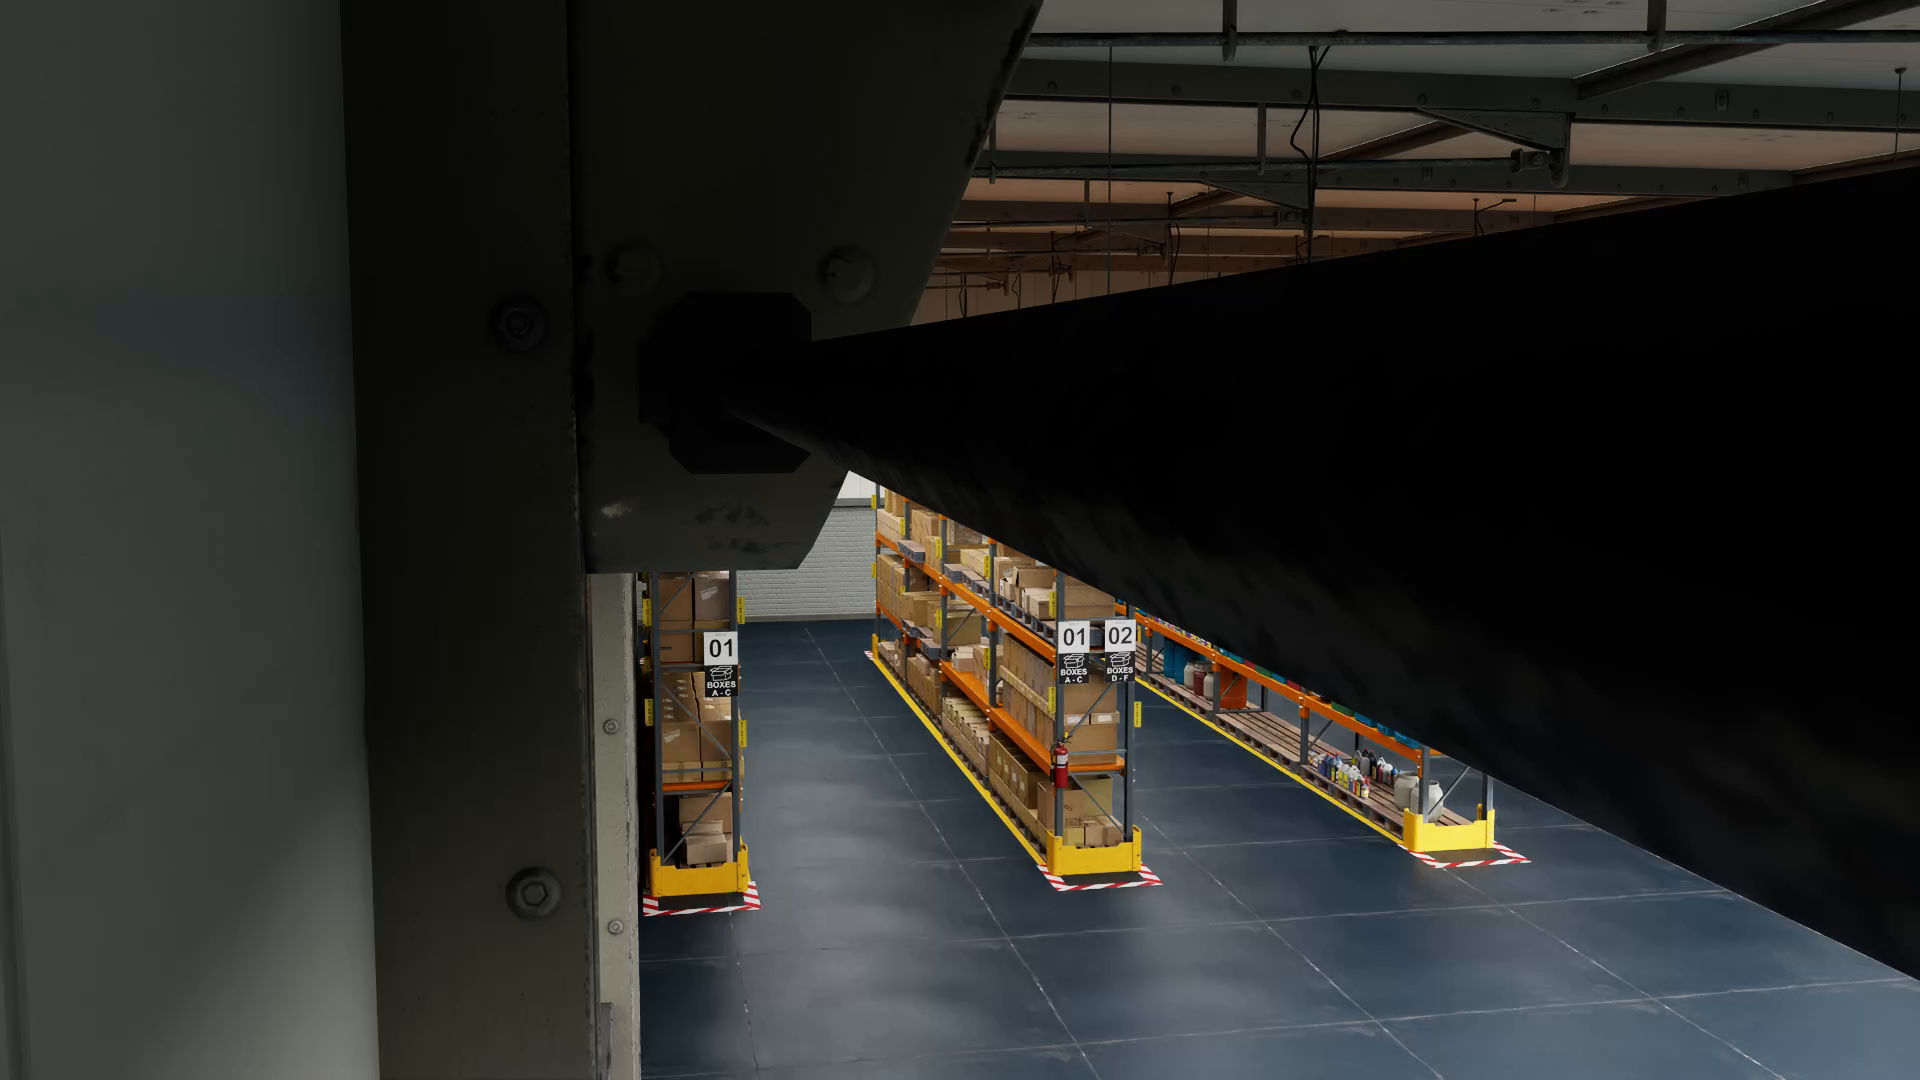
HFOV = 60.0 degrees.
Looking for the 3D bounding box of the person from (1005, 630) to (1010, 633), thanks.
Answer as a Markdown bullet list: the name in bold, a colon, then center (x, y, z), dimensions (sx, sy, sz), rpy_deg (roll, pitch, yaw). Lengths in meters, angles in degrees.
- **person**: center (1.186, 1.939, 34.393), dimensions (0.648, 1.729, 0.661), rpy_deg (-2, 6, -18)
